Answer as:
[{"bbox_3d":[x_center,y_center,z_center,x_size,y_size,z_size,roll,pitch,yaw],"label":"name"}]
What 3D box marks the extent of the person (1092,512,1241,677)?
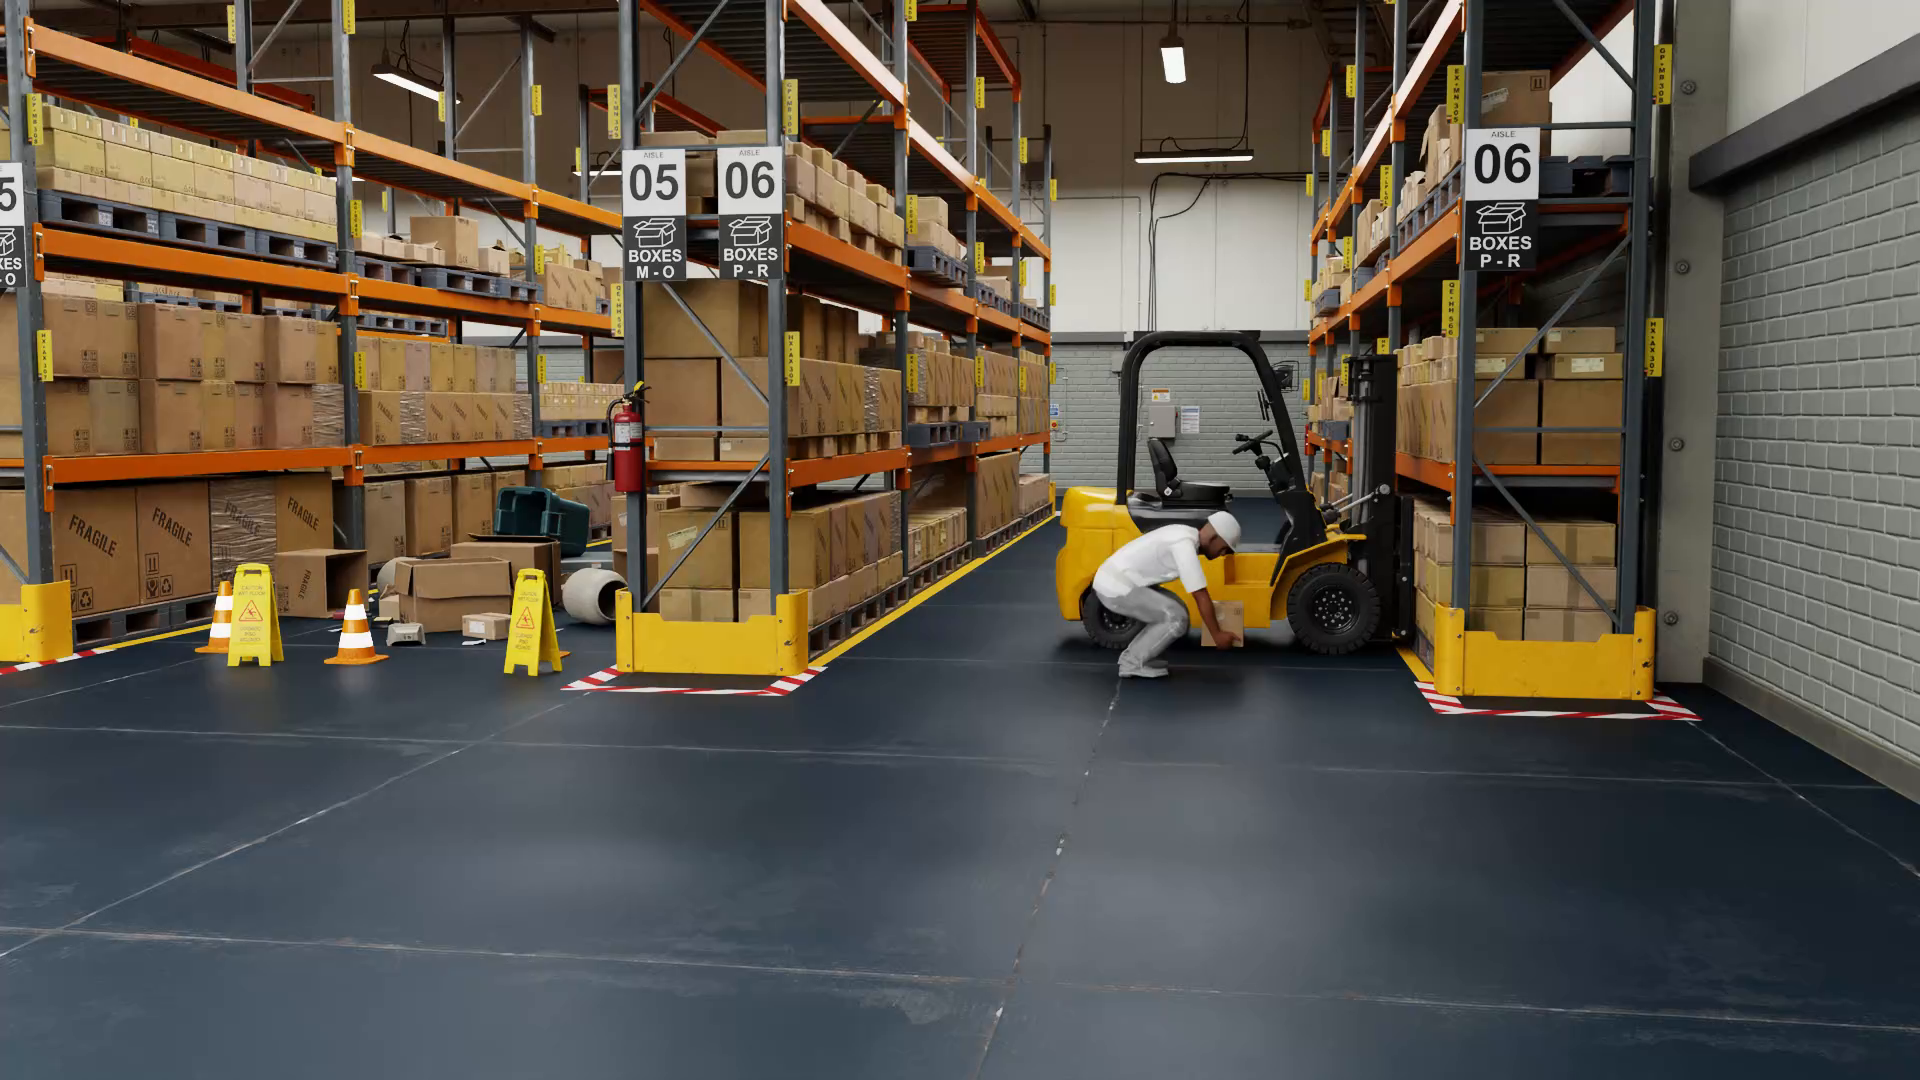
[{"bbox_3d":[1.270,0.328,10.209,0.911,1.010,0.536,1,4,7],"label":"person"}]
